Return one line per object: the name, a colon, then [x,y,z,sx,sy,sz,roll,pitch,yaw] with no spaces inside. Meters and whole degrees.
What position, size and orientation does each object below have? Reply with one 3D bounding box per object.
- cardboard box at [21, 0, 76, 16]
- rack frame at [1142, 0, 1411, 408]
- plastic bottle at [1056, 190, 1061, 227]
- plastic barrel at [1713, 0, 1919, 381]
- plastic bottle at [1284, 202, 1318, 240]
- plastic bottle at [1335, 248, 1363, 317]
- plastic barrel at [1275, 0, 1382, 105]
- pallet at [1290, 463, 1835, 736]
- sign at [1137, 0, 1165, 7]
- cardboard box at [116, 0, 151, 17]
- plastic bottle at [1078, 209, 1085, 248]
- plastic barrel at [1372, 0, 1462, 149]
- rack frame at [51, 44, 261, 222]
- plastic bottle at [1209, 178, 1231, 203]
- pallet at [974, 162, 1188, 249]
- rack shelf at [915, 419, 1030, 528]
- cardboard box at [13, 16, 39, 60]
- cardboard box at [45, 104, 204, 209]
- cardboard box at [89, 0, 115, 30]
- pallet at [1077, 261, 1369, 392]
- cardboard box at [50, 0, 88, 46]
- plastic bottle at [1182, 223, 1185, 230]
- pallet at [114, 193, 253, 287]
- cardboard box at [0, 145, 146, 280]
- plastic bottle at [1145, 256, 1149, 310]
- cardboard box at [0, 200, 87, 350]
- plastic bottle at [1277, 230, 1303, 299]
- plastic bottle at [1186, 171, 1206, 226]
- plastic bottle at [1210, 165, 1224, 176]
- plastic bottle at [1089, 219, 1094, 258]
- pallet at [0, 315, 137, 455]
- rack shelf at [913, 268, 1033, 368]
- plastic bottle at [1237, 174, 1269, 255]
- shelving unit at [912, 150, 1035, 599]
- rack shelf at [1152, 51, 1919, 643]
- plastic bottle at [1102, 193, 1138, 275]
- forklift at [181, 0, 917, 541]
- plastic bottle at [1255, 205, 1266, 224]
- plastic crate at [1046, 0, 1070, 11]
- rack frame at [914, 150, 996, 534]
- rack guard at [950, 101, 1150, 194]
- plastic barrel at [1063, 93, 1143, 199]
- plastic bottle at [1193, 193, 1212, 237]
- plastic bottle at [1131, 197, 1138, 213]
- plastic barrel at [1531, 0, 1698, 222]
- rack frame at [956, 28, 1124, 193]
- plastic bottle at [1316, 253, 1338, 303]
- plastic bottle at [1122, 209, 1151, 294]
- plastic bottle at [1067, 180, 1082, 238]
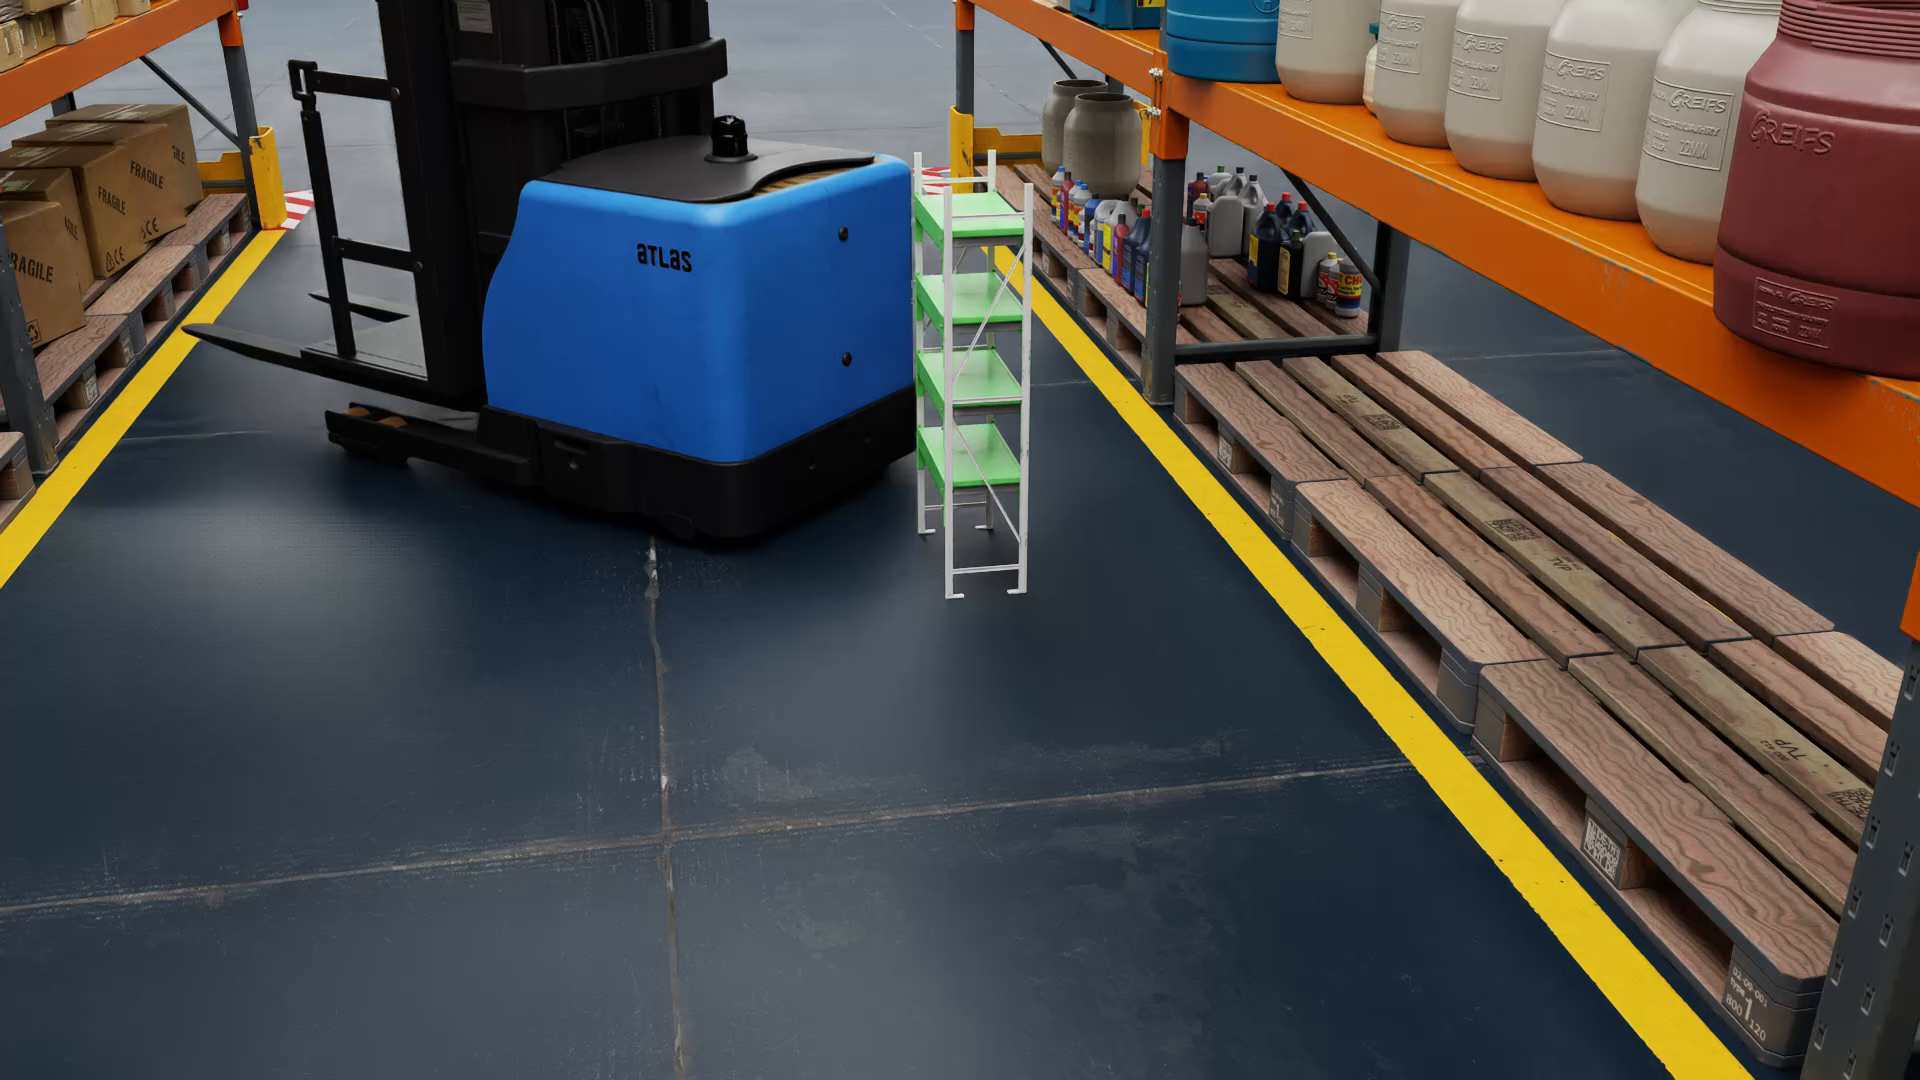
cardboard box: [-3.730,-2.141,5.907,0.875,0.500,0.500,-4,24,-10]
rack frame: [1.217,-1.944,5.954,1.000,3.000,0.127,-4,24,-10]
plastic bottle: [0.526,-1.660,8.250,0.097,0.201,0.097,0,24,0]
plastic barrel: [1.574,-0.594,2.691,0.600,0.536,0.708,-4,24,-10]
plastic bottle: [1.476,-1.280,7.194,0.144,0.351,0.185,-4,24,-8]
plastic bottle: [1.589,-1.054,6.774,0.097,0.271,0.097,0,24,0]
plastic barrel: [1.179,-1.614,5.028,0.433,0.535,0.433,0,24,0]
pallet: [1.630,0.120,4.711,1.003,0.211,1.213,-4,24,-10]
sign: [0.675,-2.035,5.816,0.100,0.325,0.005,-4,24,-10]
cardboard box: [-3.754,-2.357,7.213,0.380,0.149,0.250,-4,24,-10]
plastic bottle: [0.607,-1.488,7.855,0.097,0.201,0.097,0,24,0]
plastic barrel: [1.315,-1.326,4.368,0.433,0.535,0.433,0,24,0]
rack frame: [-4.390,-3.151,8.717,1.000,3.000,0.127,-4,24,-10]
plastic bottle: [1.294,-1.626,8.077,0.152,0.276,0.135,-5,24,-11]
pallet: [0.683,-1.894,9.322,1.003,0.211,1.213,-4,24,-10]
rack shelf: [0.031,-0.206,4.982,0.258,0.148,0.480,-4,24,-10]
cardboard box: [-3.501,-1.765,5.858,0.380,0.149,0.250,-4,24,-10]
cardboard box: [-4.291,-1.951,8.568,0.500,0.500,0.500,0,24,0]
cardboard box: [-3.685,-2.159,6.759,0.380,0.149,0.250,-4,24,-10]
pallet: [1.134,-0.934,7.124,1.003,0.211,1.213,-4,24,-10]
cardboard box: [-3.562,-1.964,6.313,0.380,0.149,0.250,-4,24,-10]
plastic bottle: [0.921,-1.226,7.163,0.152,0.276,0.135,-4,24,-10]
pallet: [-4.260,-1.521,8.469,1.003,0.211,1.213,-4,24,-10]
cardboard box: [-4.049,-1.471,7.469,0.500,0.500,0.500,-2,24,-5]
plastic bottle: [0.804,-1.066,6.787,0.061,0.283,0.133,-3,24,-7]
cardboard box: [-3.798,-1.010,6.413,0.500,0.500,0.500,3,24,7]
plastic bottle: [1.398,-1.176,7.039,0.061,0.283,0.133,-4,24,-10]
plastic bottle: [1.163,-1.675,8.182,0.061,0.283,0.133,-4,24,-10]
plastic bottle: [1.288,-1.740,8.330,0.061,0.283,0.133,-4,24,-8]
plastic bottle: [0.645,-1.407,7.670,0.097,0.201,0.097,0,24,0]
pallet: [-3.809,-0.562,6.272,1.003,0.211,1.213,-4,24,-10]
rack shelf: [0.031,-0.646,4.790,0.258,0.148,0.480,-4,24,-10]
plastic bottle: [1.363,-1.522,7.747,0.144,0.351,0.185,-4,24,-10]
shelving unit: [0.031,-0.485,4.861,0.258,1.200,0.503,-4,24,-10]
rack shelf: [1.587,-0.828,4.297,1.077,0.370,4.000,-4,24,-10]
plastic bottle: [0.720,-1.367,7.391,0.144,0.351,0.185,-4,24,-10]
forklift: [-1.660,-1.772,5.644,3.031,2.935,1.130,14,27,30]
plastic bottle: [1.377,-1.373,7.506,0.097,0.271,0.097,0,24,0]
plastic crate: [0.668,-2.444,7.427,0.530,0.136,0.437,-4,24,-10]
rack frame: [-0.015,-0.581,5.081,0.240,1.200,0.015,-4,24,-10]
rack guard: [0.538,-2.346,9.997,1.175,0.500,0.348,-4,24,-10]
plastic barrel: [0.767,-2.120,8.939,0.421,0.512,0.421,0,24,0]
plastic bottle: [1.174,-1.575,8.055,0.097,0.201,0.097,0,24,0]
plastic bottle: [0.798,-1.408,7.570,0.061,0.283,0.133,-4,24,-10]
plastic barrel: [1.479,-0.977,3.599,0.421,0.512,0.421,0,24,0]
rack frame: [0.478,-3.518,9.557,1.000,3.000,0.127,-4,24,-10]
plastic bottle: [1.552,-1.101,6.971,0.097,0.201,0.097,0,24,0]
plastic bottle: [0.780,-1.240,7.100,0.144,0.351,0.185,-6,24,-12]
plastic bottle: [0.570,-1.598,8.020,0.097,0.271,0.097,0,24,0]
